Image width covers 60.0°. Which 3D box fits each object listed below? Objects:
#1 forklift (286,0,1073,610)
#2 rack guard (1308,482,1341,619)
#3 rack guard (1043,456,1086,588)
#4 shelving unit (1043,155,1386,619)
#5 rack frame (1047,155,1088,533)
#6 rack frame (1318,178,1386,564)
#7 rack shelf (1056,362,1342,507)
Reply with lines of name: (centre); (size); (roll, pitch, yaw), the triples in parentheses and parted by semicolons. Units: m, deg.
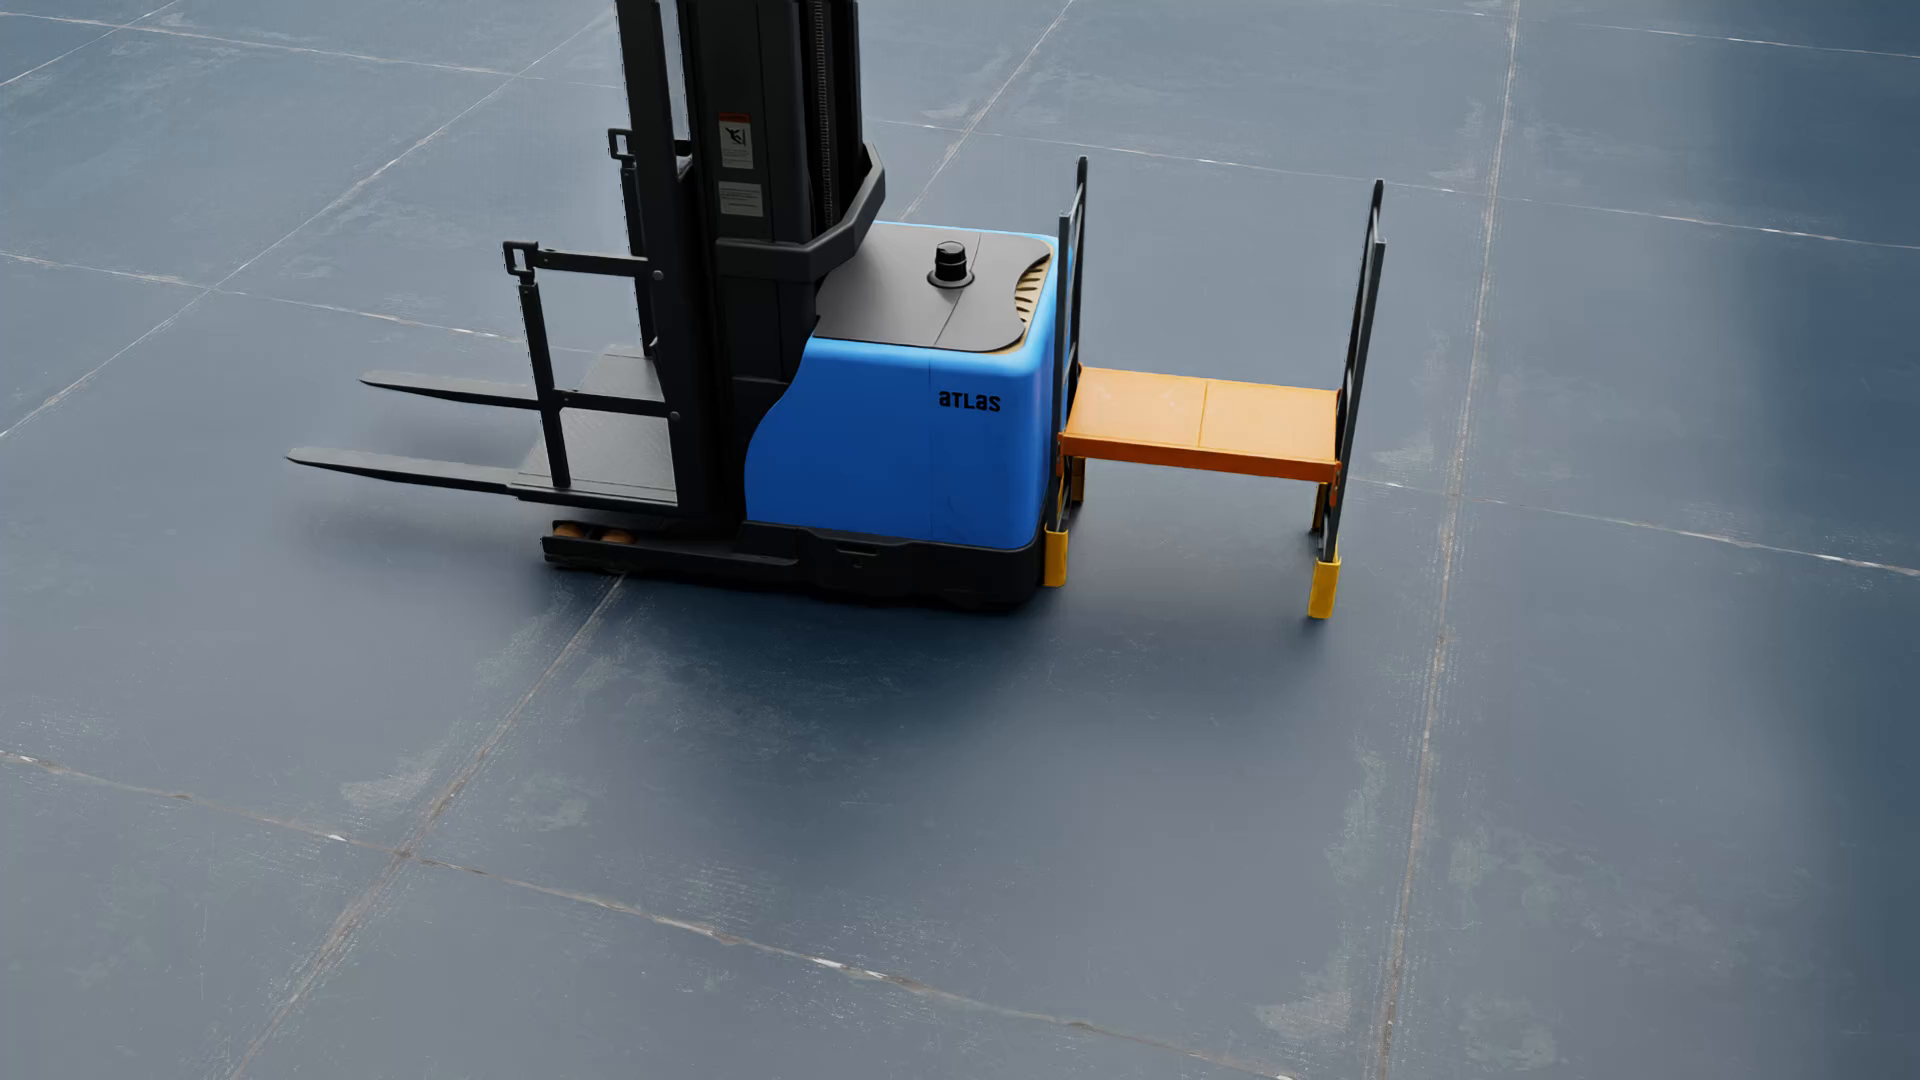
forklift: (-1.129, -1.352, 5.899); (3.031, 2.935, 1.130); (7, 37, 9)
rack guard: (1.385, 0.018, 6.299); (0.087, 0.250, 0.587); (7, 37, 9)
rack guard: (0.407, -0.094, 6.452); (0.087, 0.250, 0.587); (7, 37, 9)
shelving unit: (0.896, -0.541, 6.005); (1.083, 1.500, 0.587); (7, 37, 9)
rack frame: (0.388, -0.600, 6.085); (0.032, 1.500, 0.500); (7, 37, 9)
rack frame: (1.386, -0.485, 5.929); (0.032, 1.500, 0.500); (7, 37, 9)
rack shelf: (0.887, -0.398, 6.113); (1.000, 0.185, 0.538); (7, 37, 9)
